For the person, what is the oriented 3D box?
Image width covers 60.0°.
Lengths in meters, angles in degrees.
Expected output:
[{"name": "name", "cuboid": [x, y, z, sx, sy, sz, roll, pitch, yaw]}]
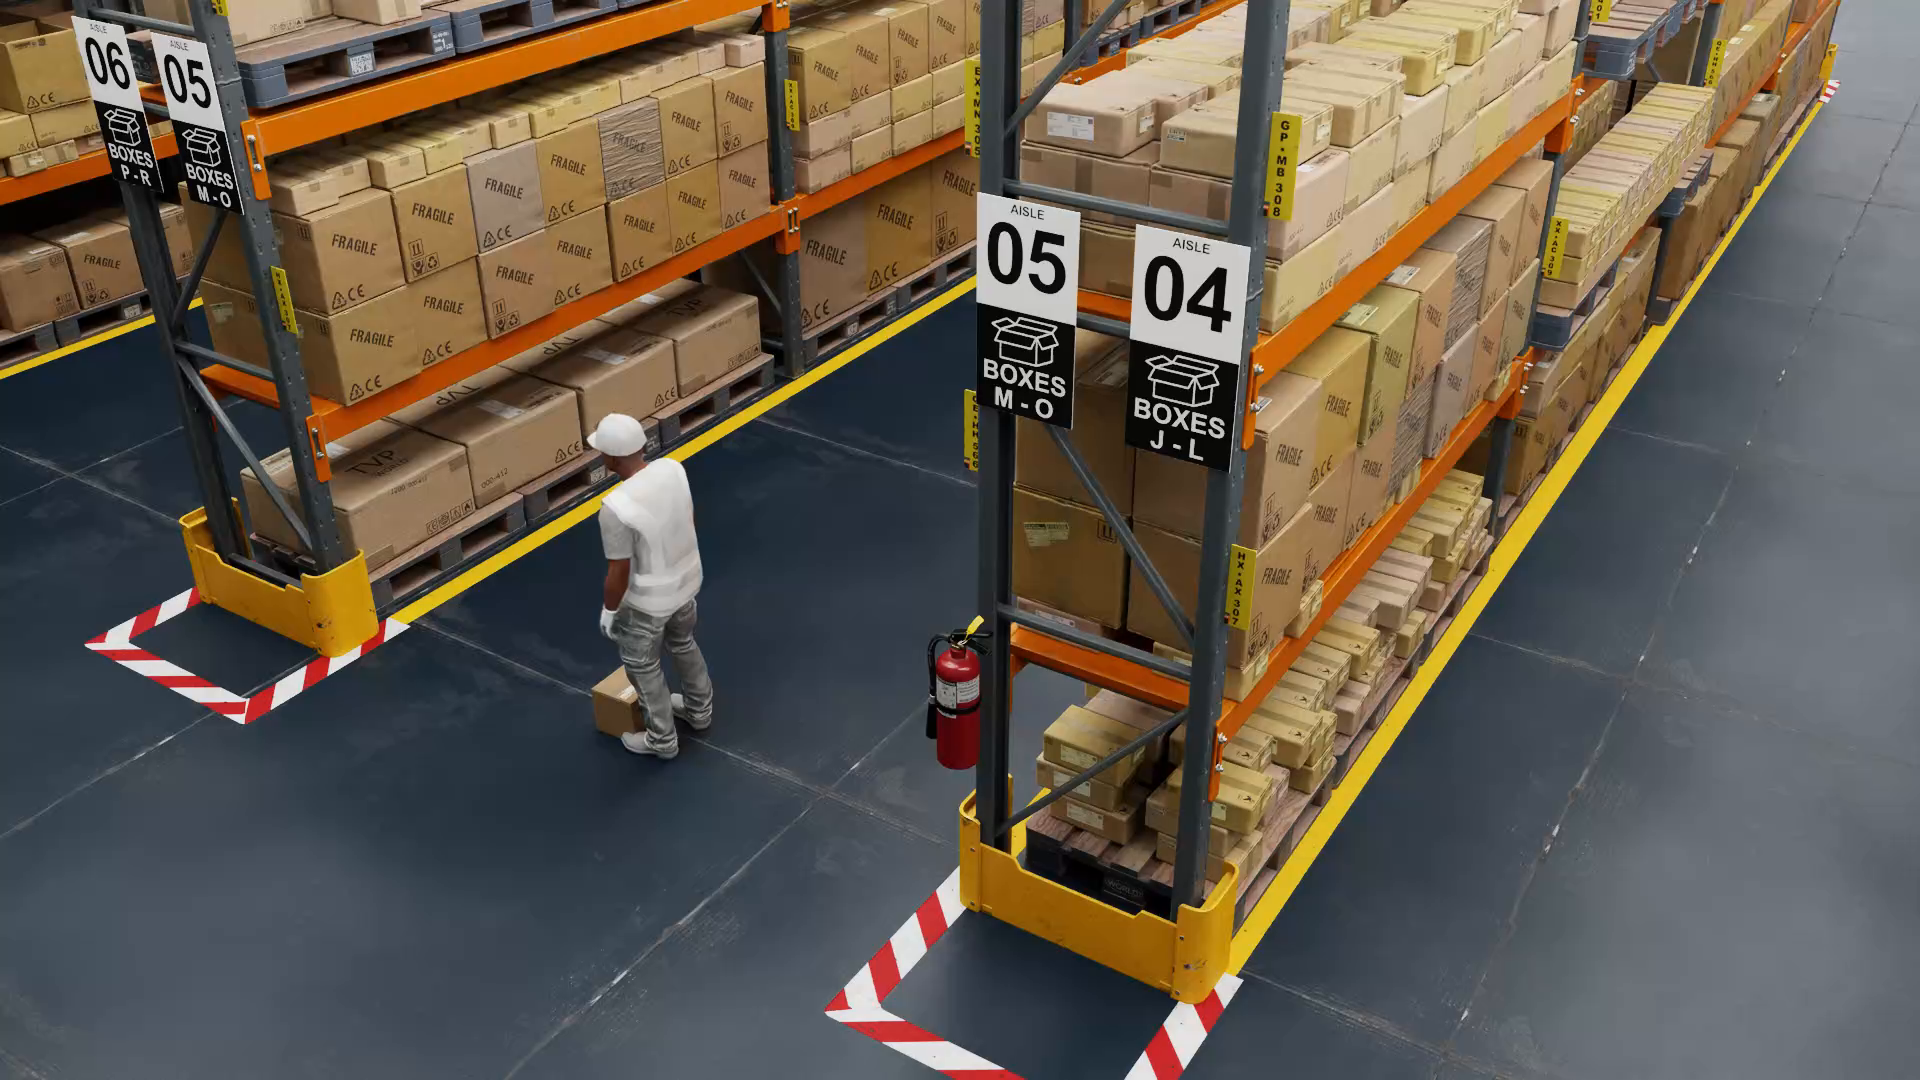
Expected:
[{"name": "person", "cuboid": [-1.452, 0.222, 7.797, 0.443, 1.775, 0.630, 16, 34, 25]}]
